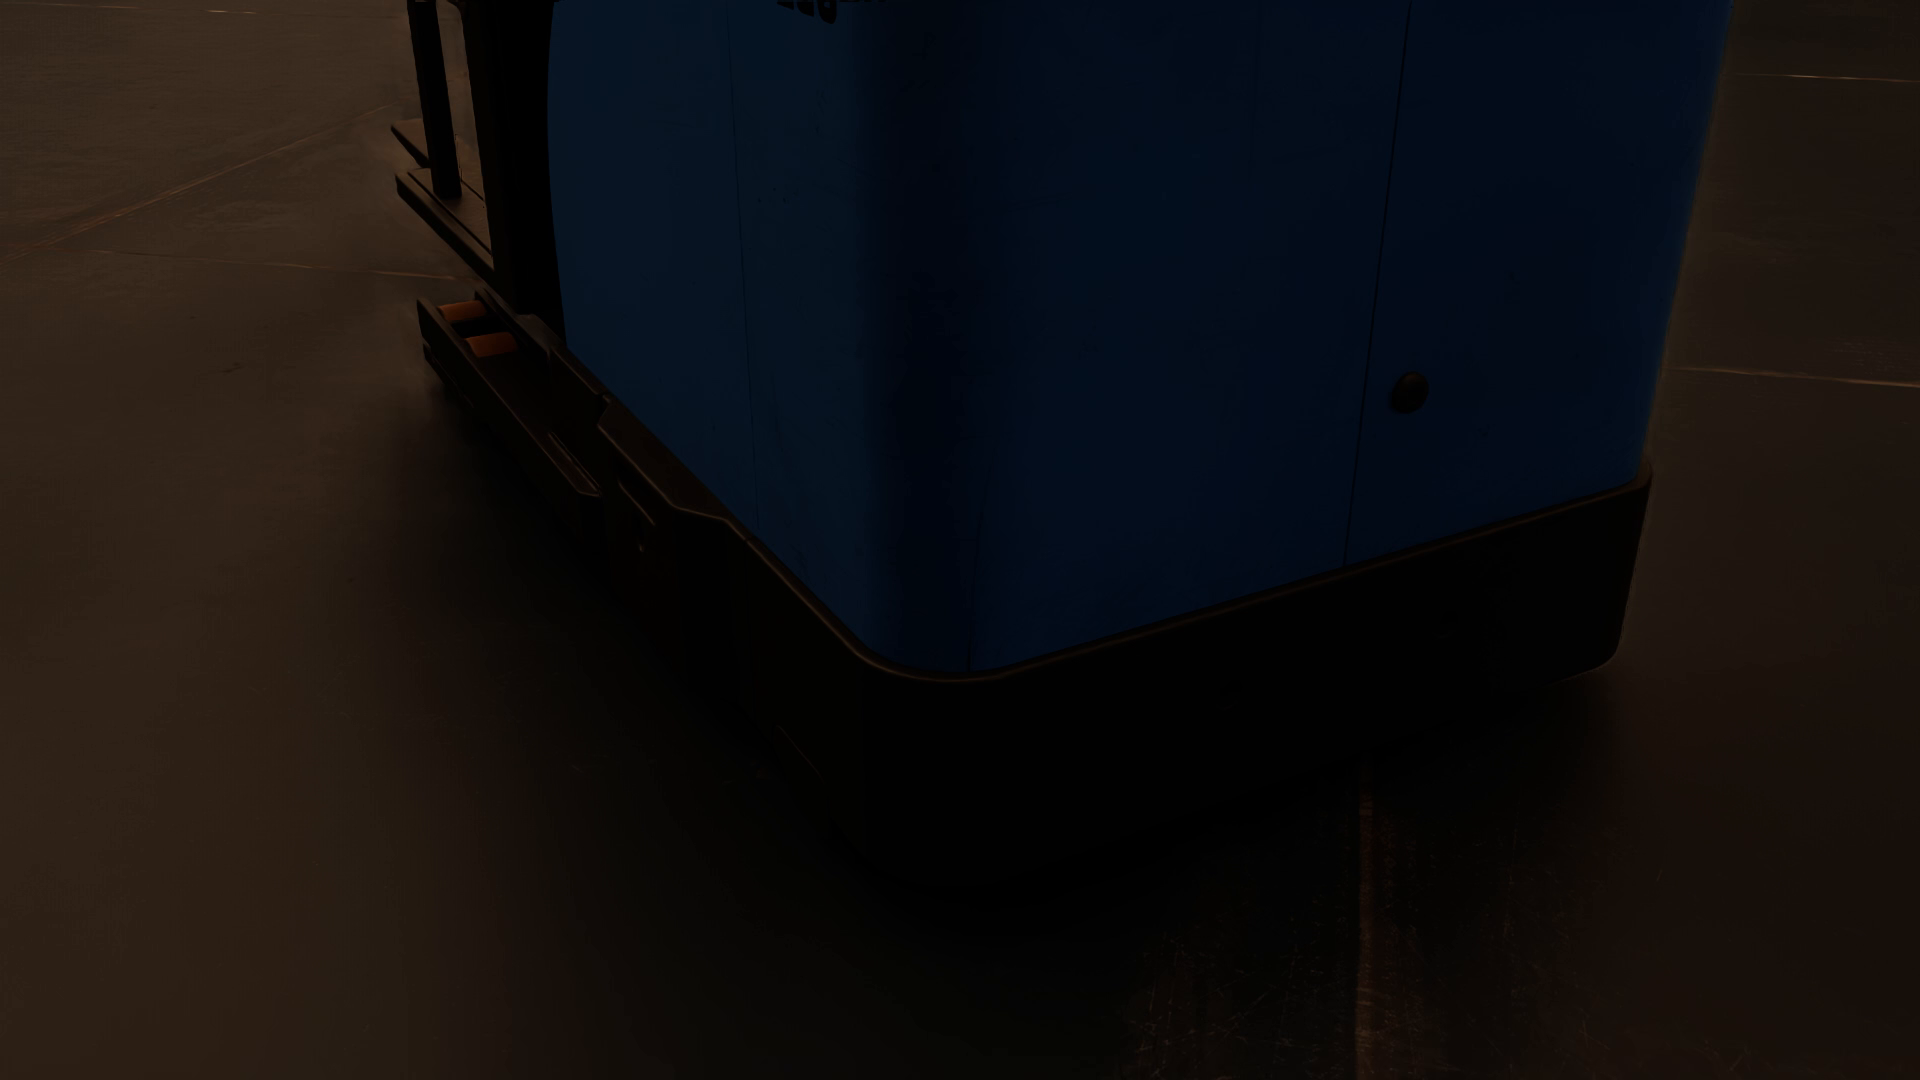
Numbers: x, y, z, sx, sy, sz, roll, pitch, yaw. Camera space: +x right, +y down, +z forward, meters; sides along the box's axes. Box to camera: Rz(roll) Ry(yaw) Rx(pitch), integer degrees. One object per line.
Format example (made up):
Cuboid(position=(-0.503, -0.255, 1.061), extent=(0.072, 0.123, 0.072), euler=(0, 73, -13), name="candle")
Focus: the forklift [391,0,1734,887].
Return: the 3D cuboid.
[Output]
Cuboid(position=(-0.328, -1.591, 2.400), extent=(1.130, 2.935, 3.031), euler=(-14, 30, -26), name="forklift")
